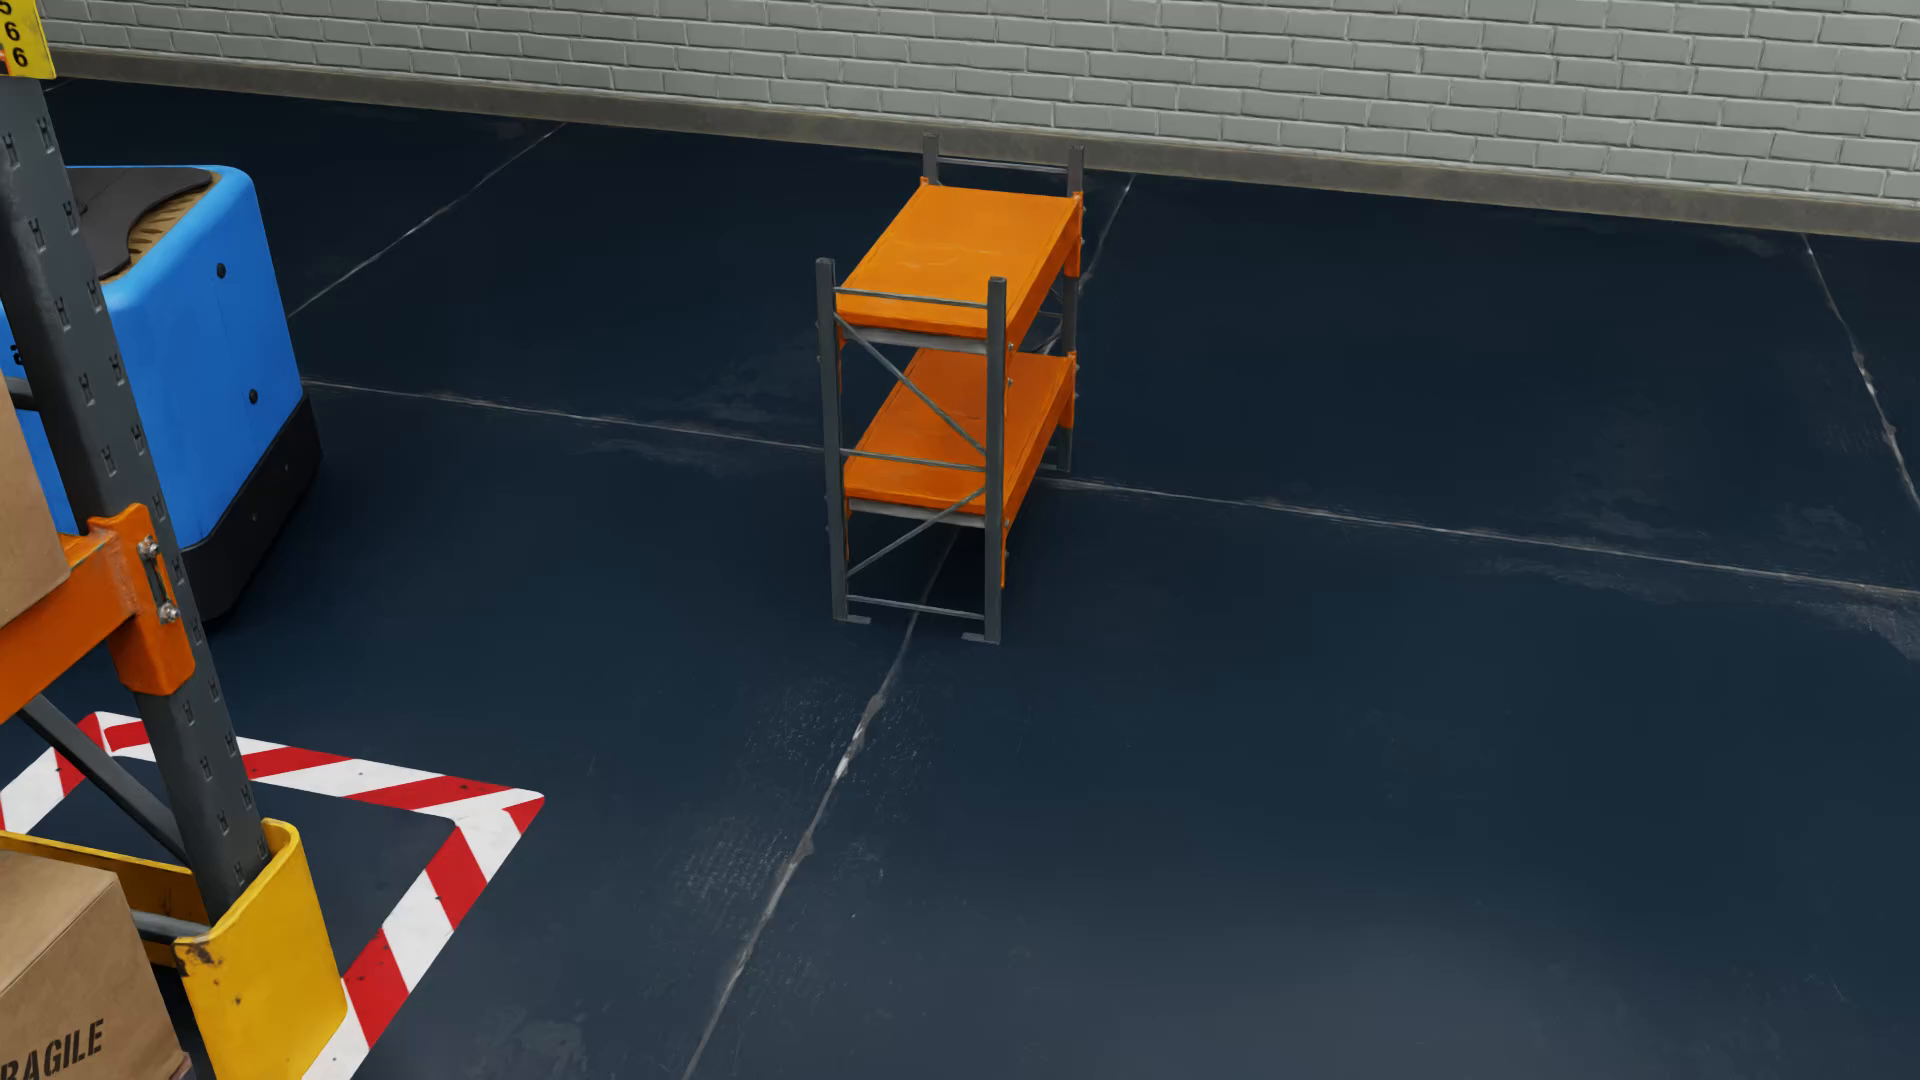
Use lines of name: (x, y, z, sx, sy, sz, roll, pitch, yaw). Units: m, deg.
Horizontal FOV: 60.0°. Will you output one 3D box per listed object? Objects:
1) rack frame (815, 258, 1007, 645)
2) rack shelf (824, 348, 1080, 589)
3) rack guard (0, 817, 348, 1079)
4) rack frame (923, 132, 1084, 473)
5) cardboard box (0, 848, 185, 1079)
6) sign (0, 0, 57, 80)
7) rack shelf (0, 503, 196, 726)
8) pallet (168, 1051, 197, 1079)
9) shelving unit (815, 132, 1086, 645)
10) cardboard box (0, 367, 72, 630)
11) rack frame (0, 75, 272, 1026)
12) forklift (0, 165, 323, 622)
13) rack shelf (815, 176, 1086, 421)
rack frame: (-0.127, -0.214, 4.539, 0.500, 1.125, 0.032, 8, 33, 12)
rack shelf: (0.002, -0.272, 5.085, 0.538, 0.278, 1.000, 8, 33, 12)
rack guard: (-1.932, 0.807, 3.514, 1.175, 0.500, 0.348, 8, 33, 12)
rack frame: (0.131, -0.742, 5.369, 0.500, 1.125, 0.032, 8, 33, 12)
cardboard box: (-1.812, 0.898, 2.962, 0.500, 0.500, 0.500, 8, 33, 12)
sign: (-1.381, -0.823, 2.375, 0.100, 0.325, 0.005, 8, 33, 12)
rack shelf: (-2.420, 1.054, 1.466, 1.077, 0.370, 4.000, 8, 33, 12)
pallet: (-2.133, 1.343, 2.941, 1.003, 0.211, 1.213, 8, 33, 12)
shelving unit: (0.002, -0.478, 4.954, 0.538, 1.125, 1.048, 8, 33, 12)
cardboard box: (-1.763, -0.060, 2.455, 0.500, 0.500, 0.500, 9, 34, 14)
rack frame: (-1.912, -0.287, 2.906, 1.000, 3.000, 0.127, 8, 33, 12)
forklift: (-3.630, -1.201, 4.407, 3.031, 2.935, 1.130, -1, 32, -1)
rack shelf: (0.002, -0.725, 4.797, 0.538, 0.278, 1.000, 8, 33, 12)
